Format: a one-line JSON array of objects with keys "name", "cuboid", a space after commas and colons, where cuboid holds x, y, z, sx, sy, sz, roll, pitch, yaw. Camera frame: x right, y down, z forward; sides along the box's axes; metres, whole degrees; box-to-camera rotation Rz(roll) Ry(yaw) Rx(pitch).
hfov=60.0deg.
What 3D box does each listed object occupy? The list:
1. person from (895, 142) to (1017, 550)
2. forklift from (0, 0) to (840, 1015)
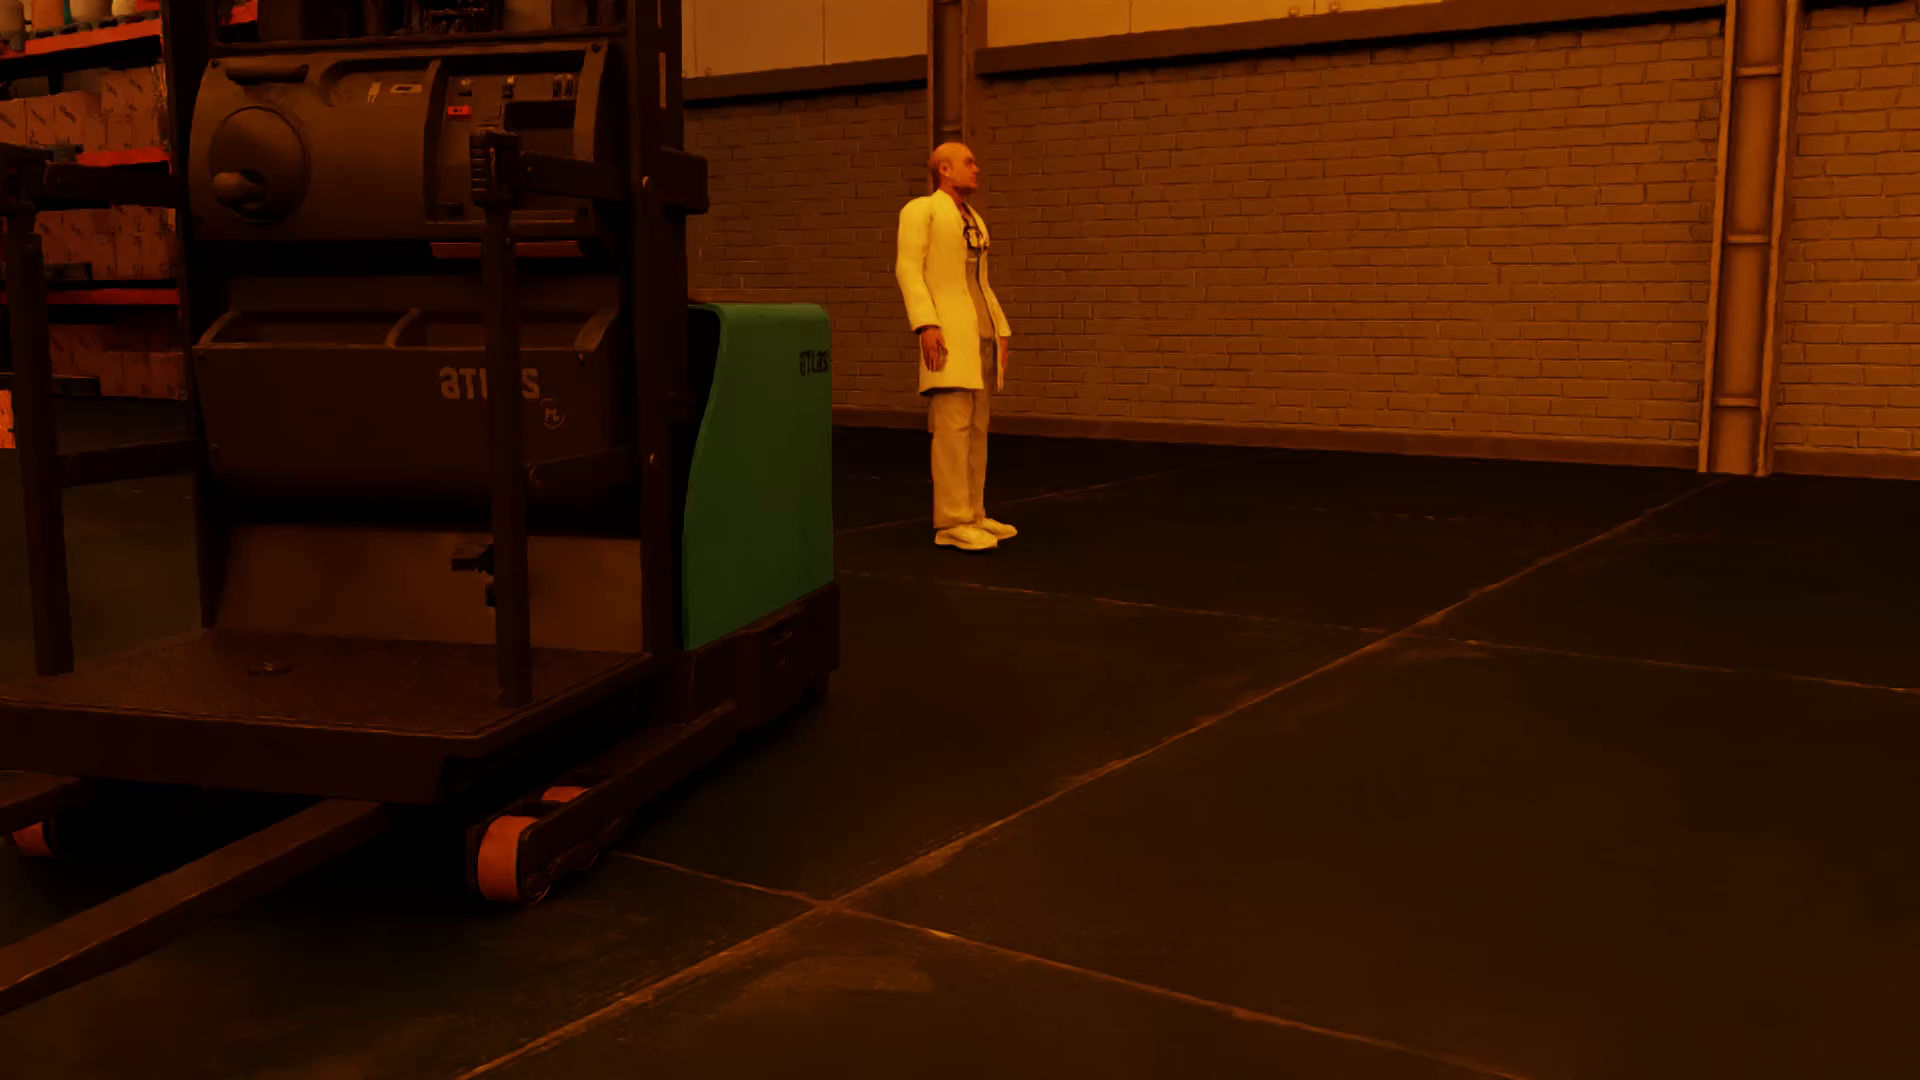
[{"name": "person", "cuboid": [0.073, -0.880, 7.423, 0.579, 1.776, 0.694, 5, 10, 34]}, {"name": "forklift", "cuboid": [-1.204, -0.853, 3.190, 1.130, 2.935, 3.031, 2, 8, 15]}]
